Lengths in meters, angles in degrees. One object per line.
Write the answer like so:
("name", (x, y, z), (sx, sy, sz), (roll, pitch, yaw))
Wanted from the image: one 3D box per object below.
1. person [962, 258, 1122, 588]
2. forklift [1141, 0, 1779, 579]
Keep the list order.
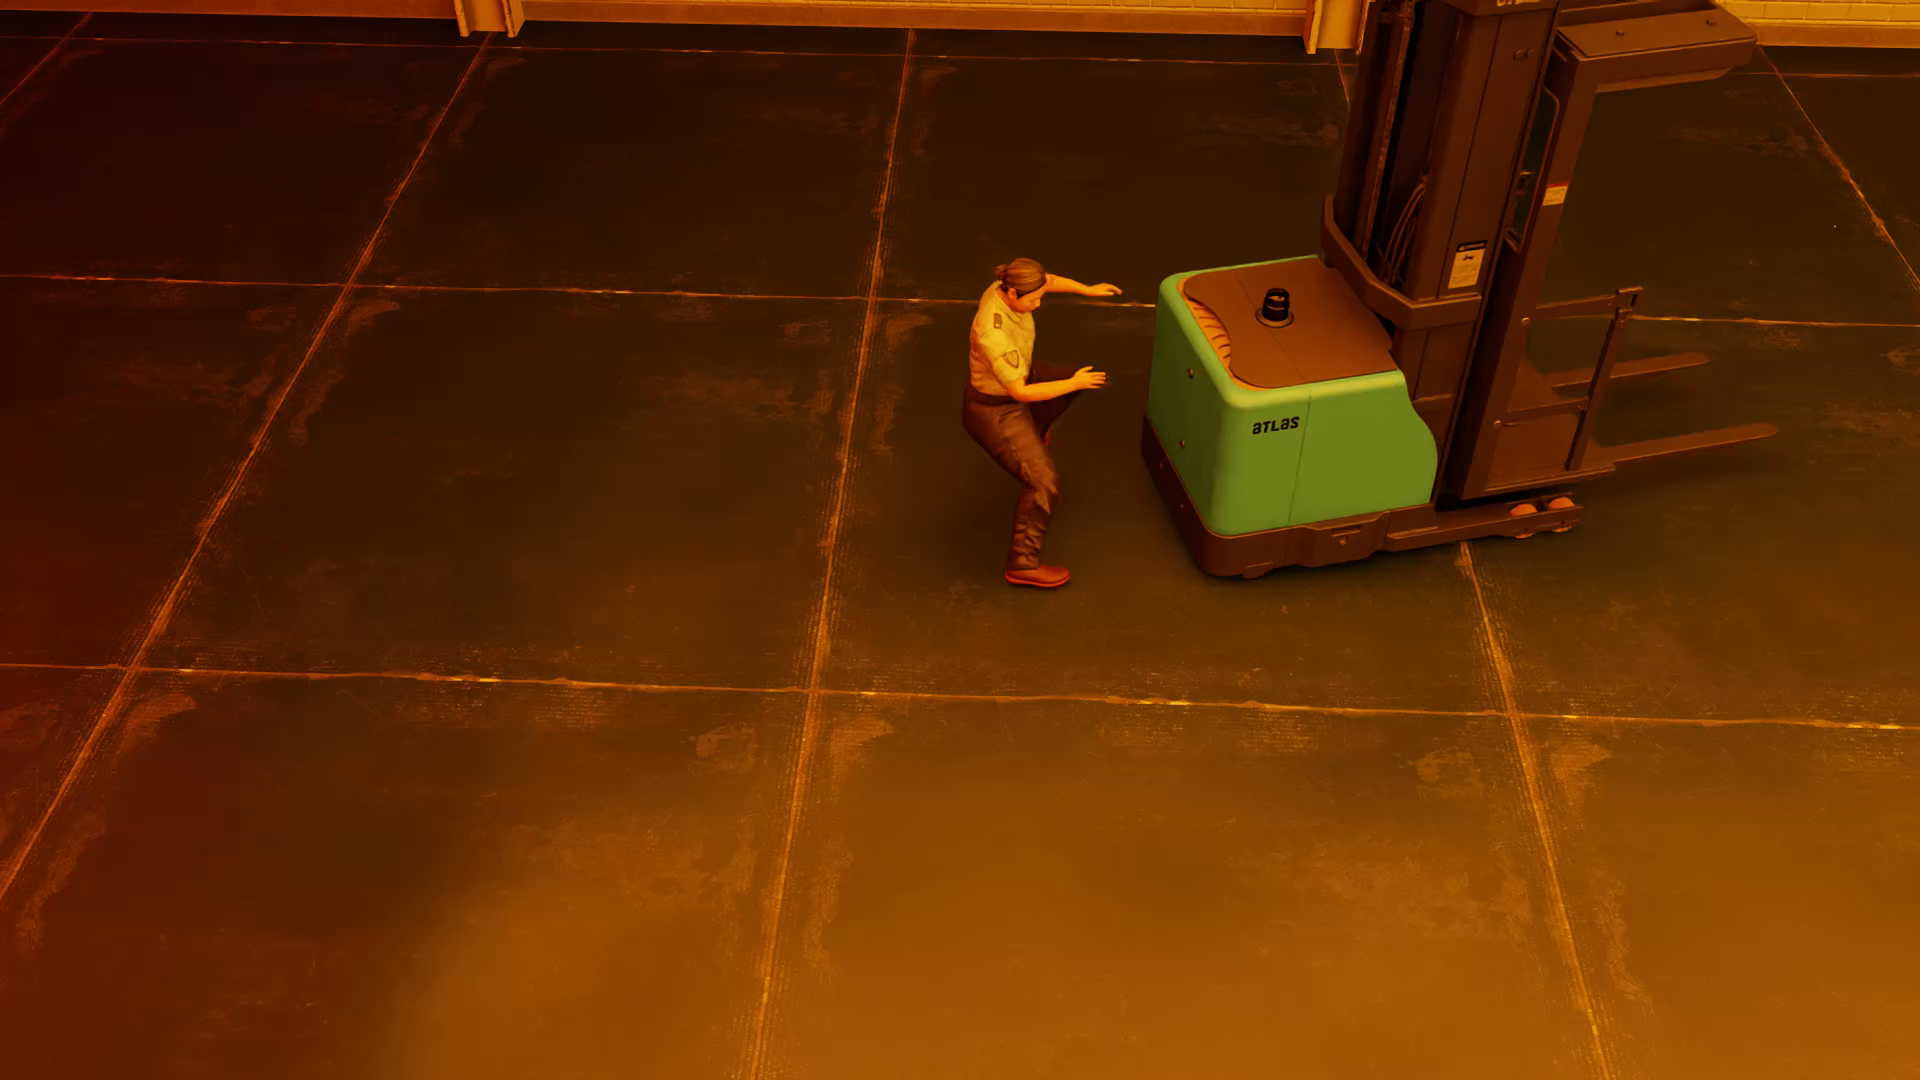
("person", (0.360, -0.681, 7.604), (0.660, 1.426, 1.114), (11, 43, 12))
("forklift", (2.476, -1.430, 7.309), (3.031, 2.935, 1.130), (-9, 43, -10))
